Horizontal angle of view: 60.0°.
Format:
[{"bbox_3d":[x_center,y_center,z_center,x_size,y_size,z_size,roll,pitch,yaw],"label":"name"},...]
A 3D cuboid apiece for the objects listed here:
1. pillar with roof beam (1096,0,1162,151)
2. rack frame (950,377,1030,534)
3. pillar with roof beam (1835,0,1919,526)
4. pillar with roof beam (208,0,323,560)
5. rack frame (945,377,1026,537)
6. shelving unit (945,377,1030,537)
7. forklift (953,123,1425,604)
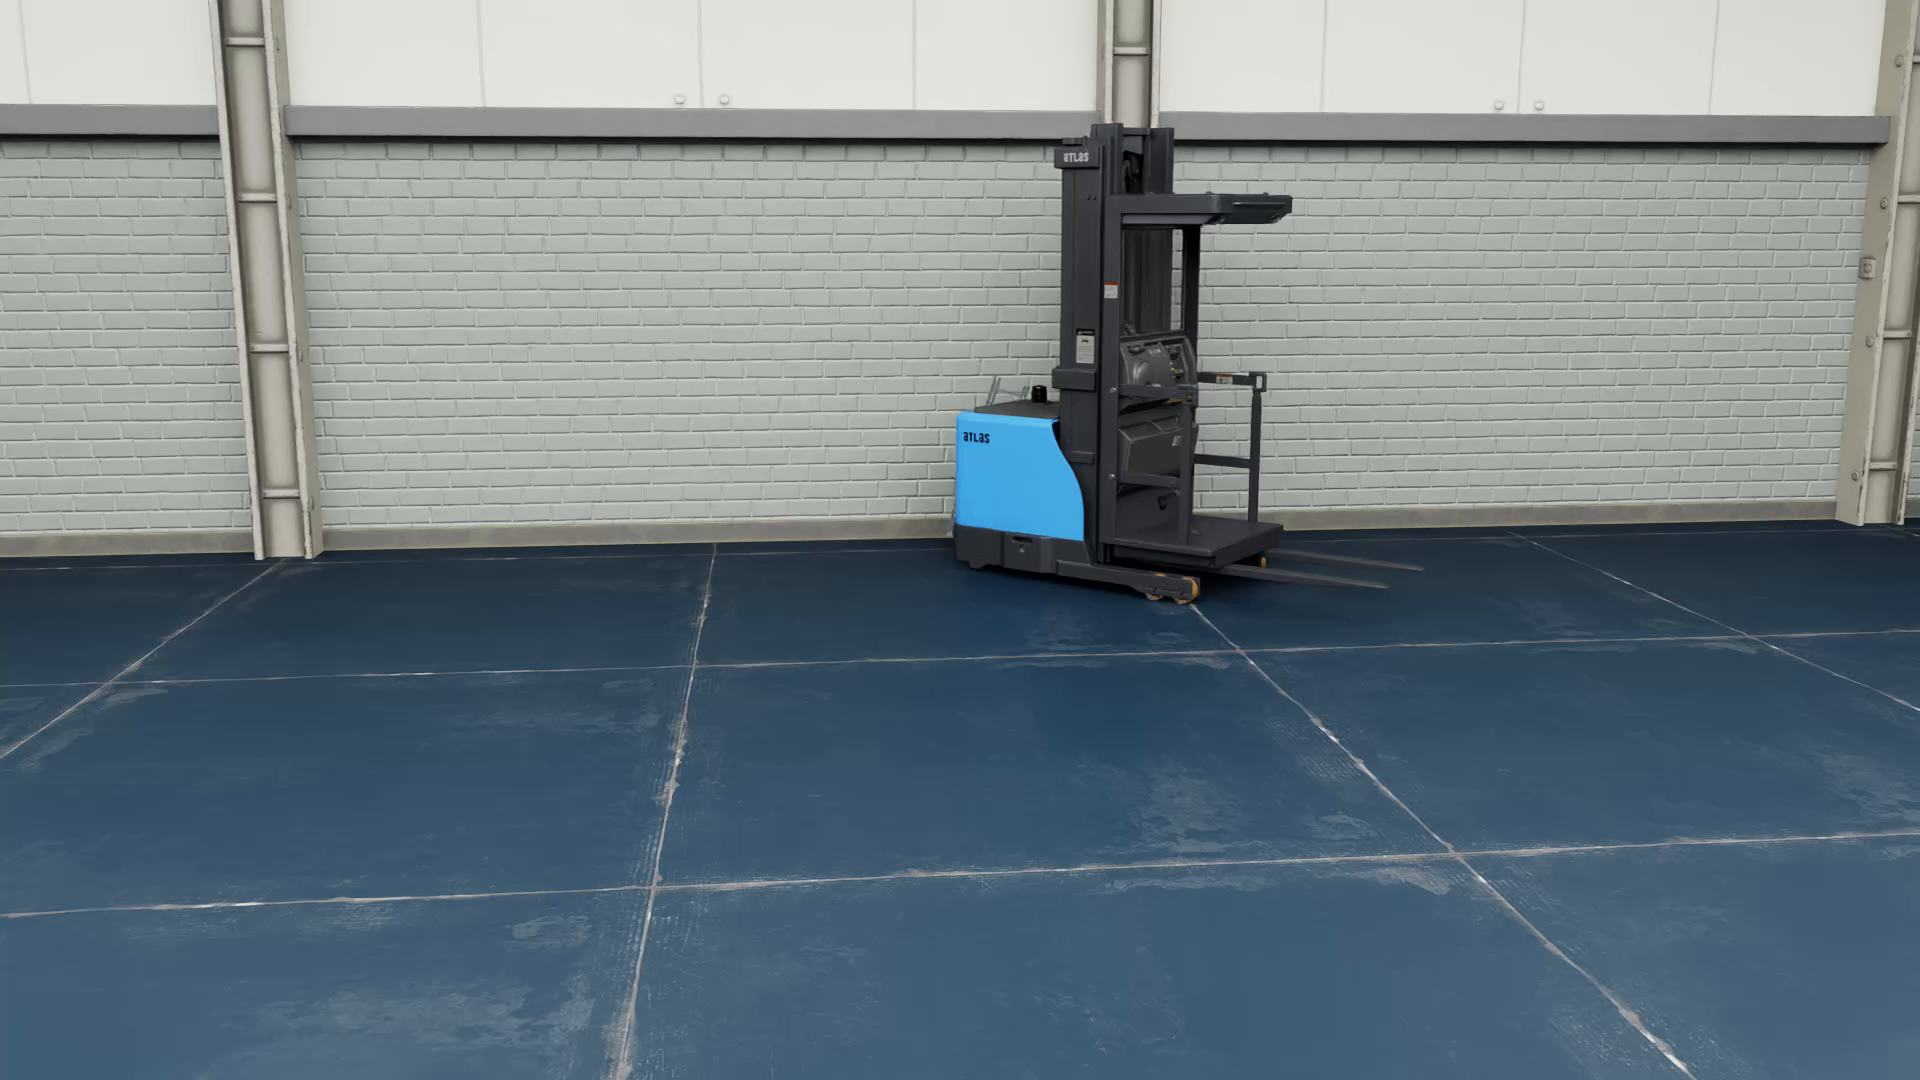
[{"bbox_3d":[1.660,-3.611,7.407,0.400,9.000,9.100,-1,11,-6],"label":"pillar with roof beam"},{"bbox_3d":[0.215,-0.580,12.138,0.240,1.200,0.006,19,8,8],"label":"rack frame"},{"bbox_3d":[7.625,-3.736,8.043,0.400,9.000,9.100,-1,11,-6],"label":"pillar with roof beam"},{"bbox_3d":[-4.305,-3.486,6.771,0.400,9.000,9.100,-1,11,-6],"label":"pillar with roof beam"},{"bbox_3d":[0.182,-0.565,11.958,0.240,1.200,0.006,19,8,8],"label":"rack frame"},{"bbox_3d":[0.198,-0.572,12.048,0.258,1.200,0.189,19,8,8],"label":"shelving unit"},{"bbox_3d":[1.454,-1.157,10.653,3.031,2.935,1.130,8,13,34],"label":"forklift"}]
